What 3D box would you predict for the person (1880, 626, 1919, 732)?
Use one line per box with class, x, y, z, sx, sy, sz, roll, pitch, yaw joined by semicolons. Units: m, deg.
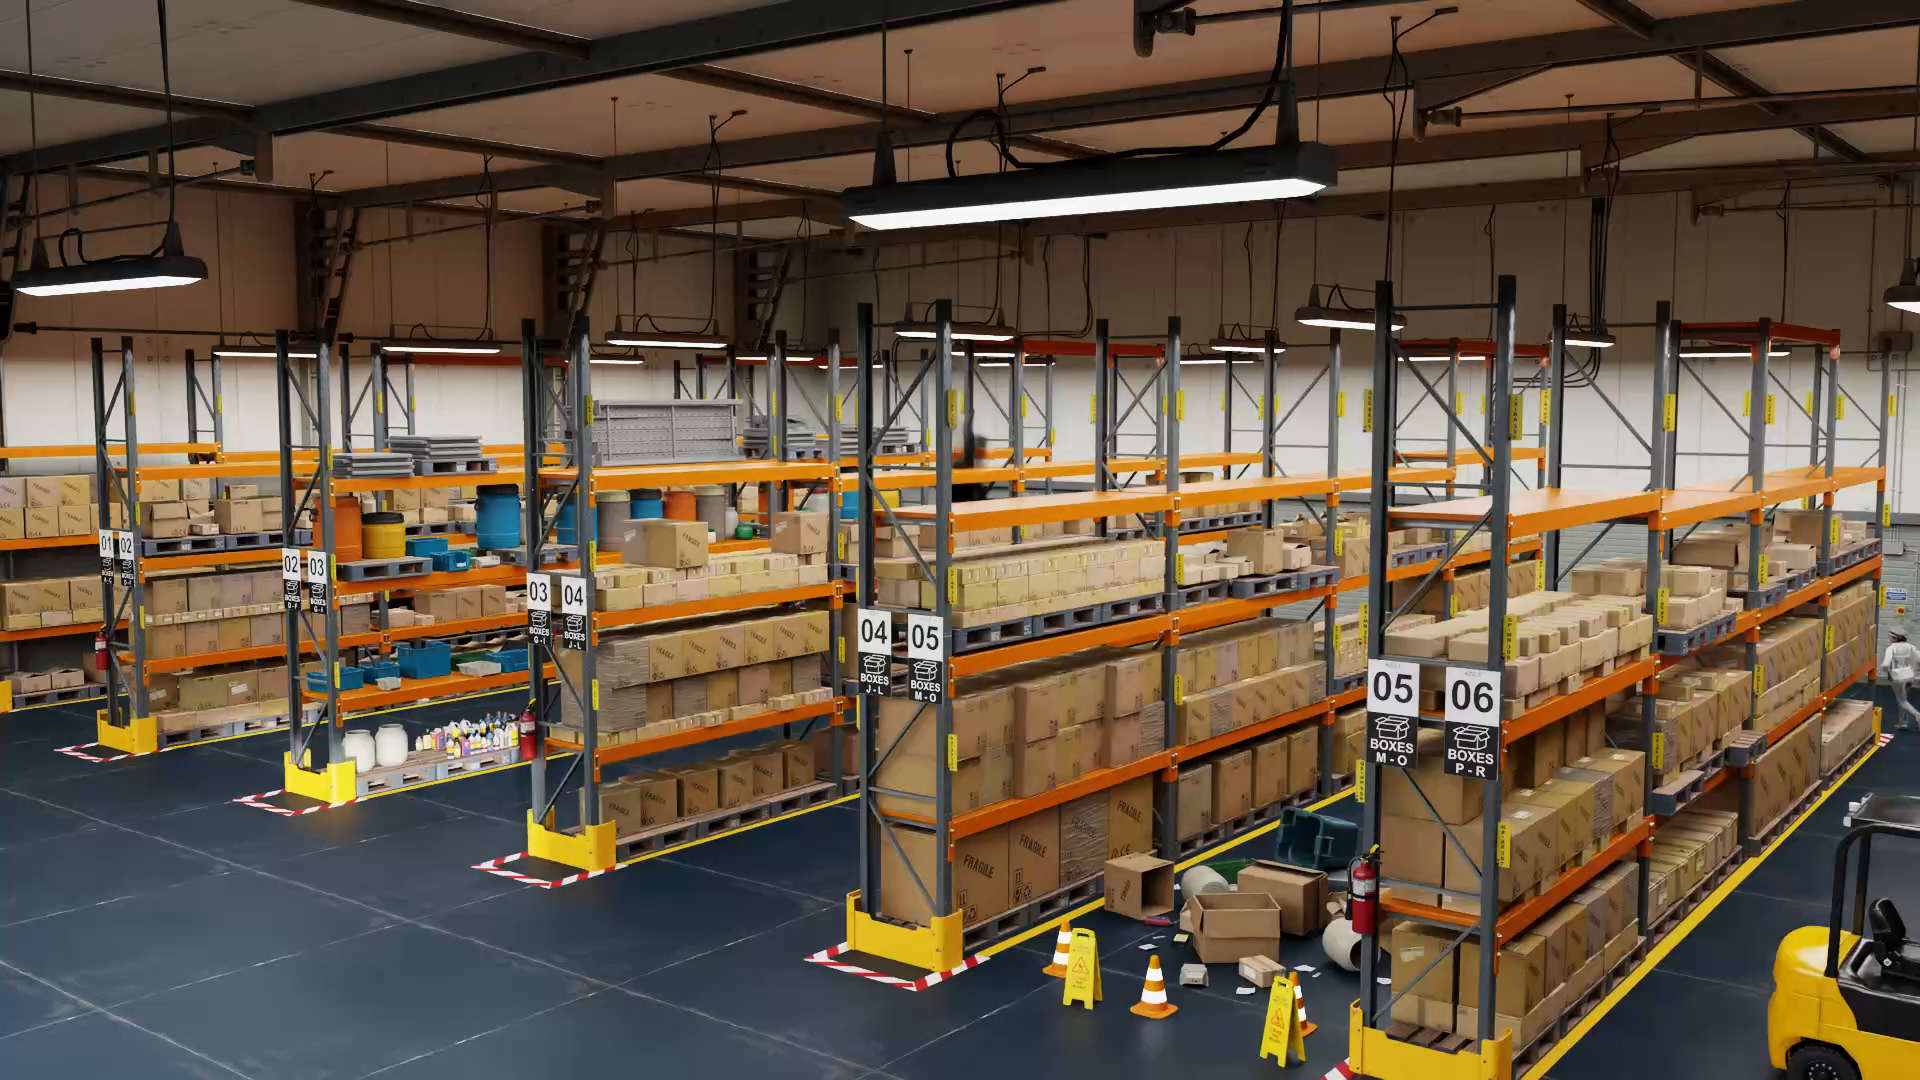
person;14.398;2.158;25.473;0.687;1.663;0.793;-1;5;-11
